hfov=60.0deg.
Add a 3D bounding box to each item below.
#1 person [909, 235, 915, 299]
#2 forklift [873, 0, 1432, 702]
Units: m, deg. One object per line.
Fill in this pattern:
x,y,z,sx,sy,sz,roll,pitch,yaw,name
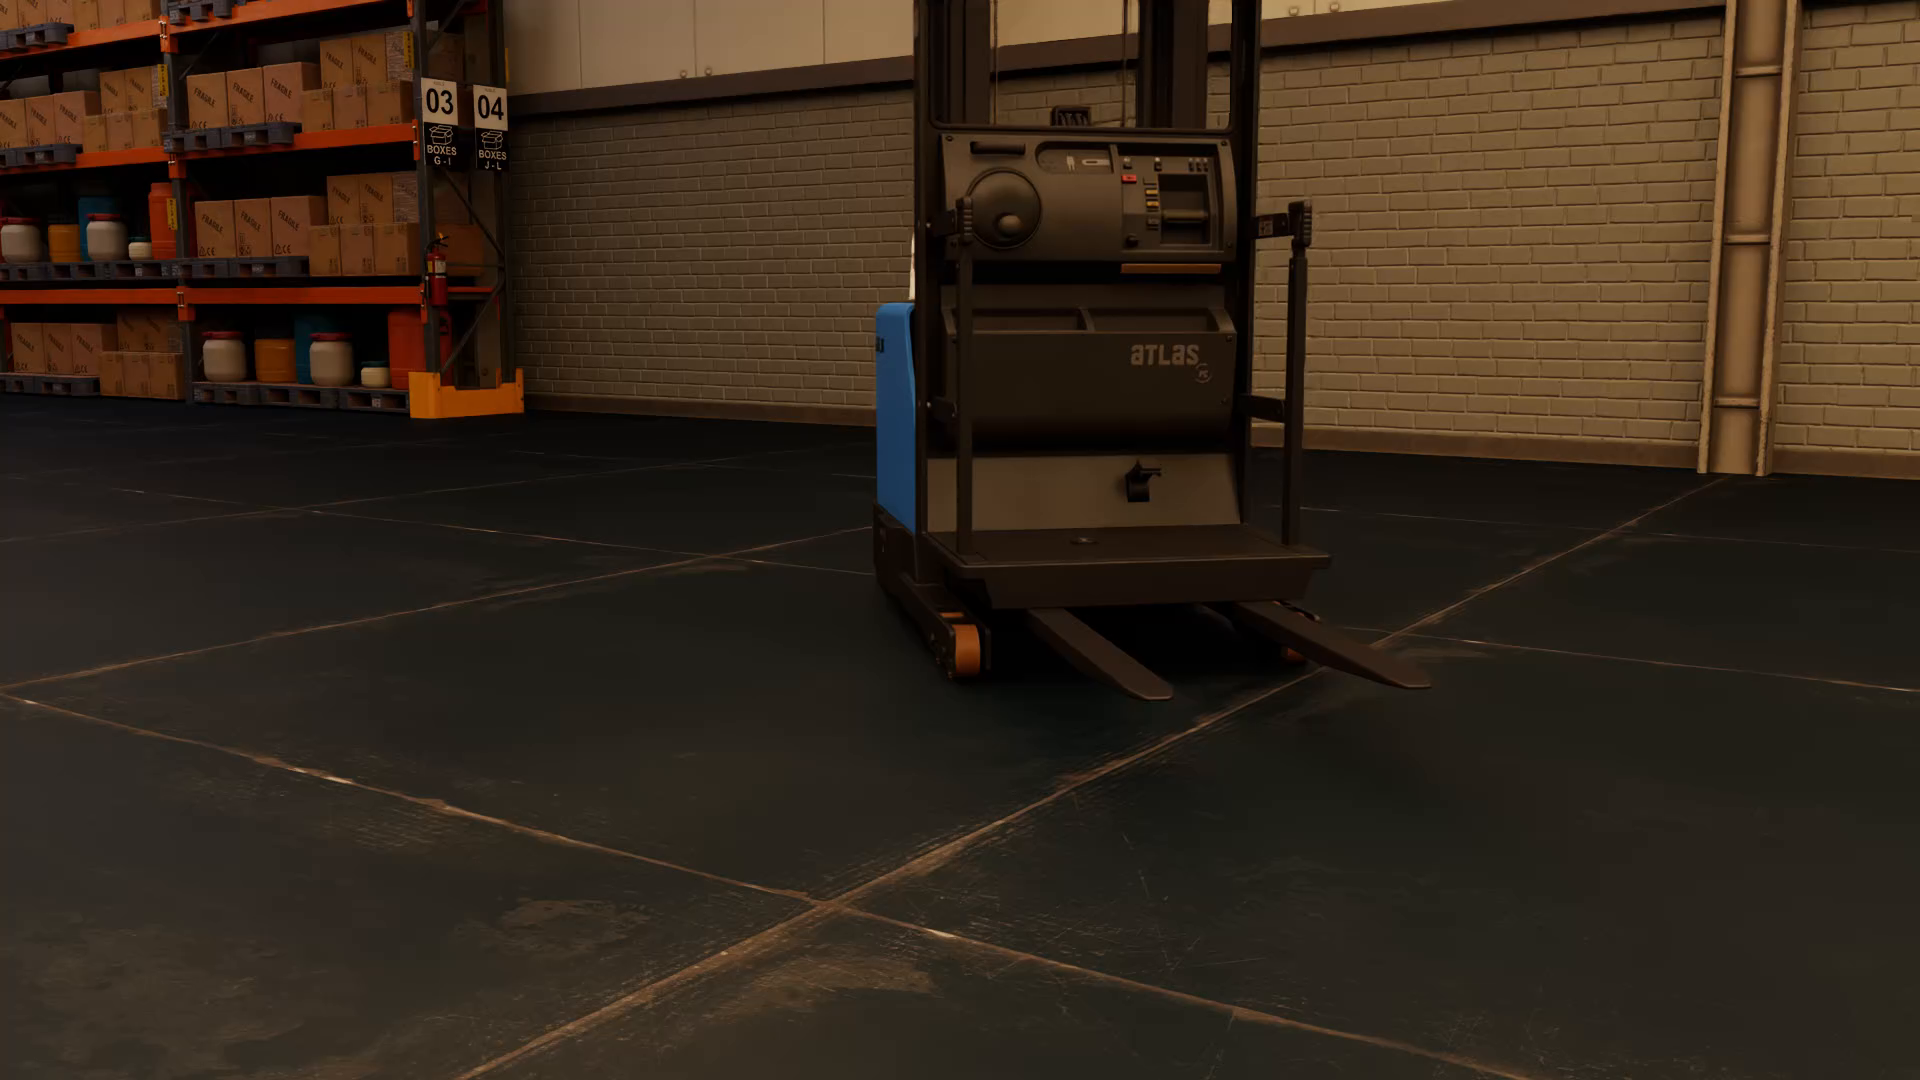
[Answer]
0.052,-0.840,7.441,0.534,1.697,0.588,5,10,34,person
0.447,-1.104,4.958,1.130,2.935,3.031,-2,8,-11,forklift
